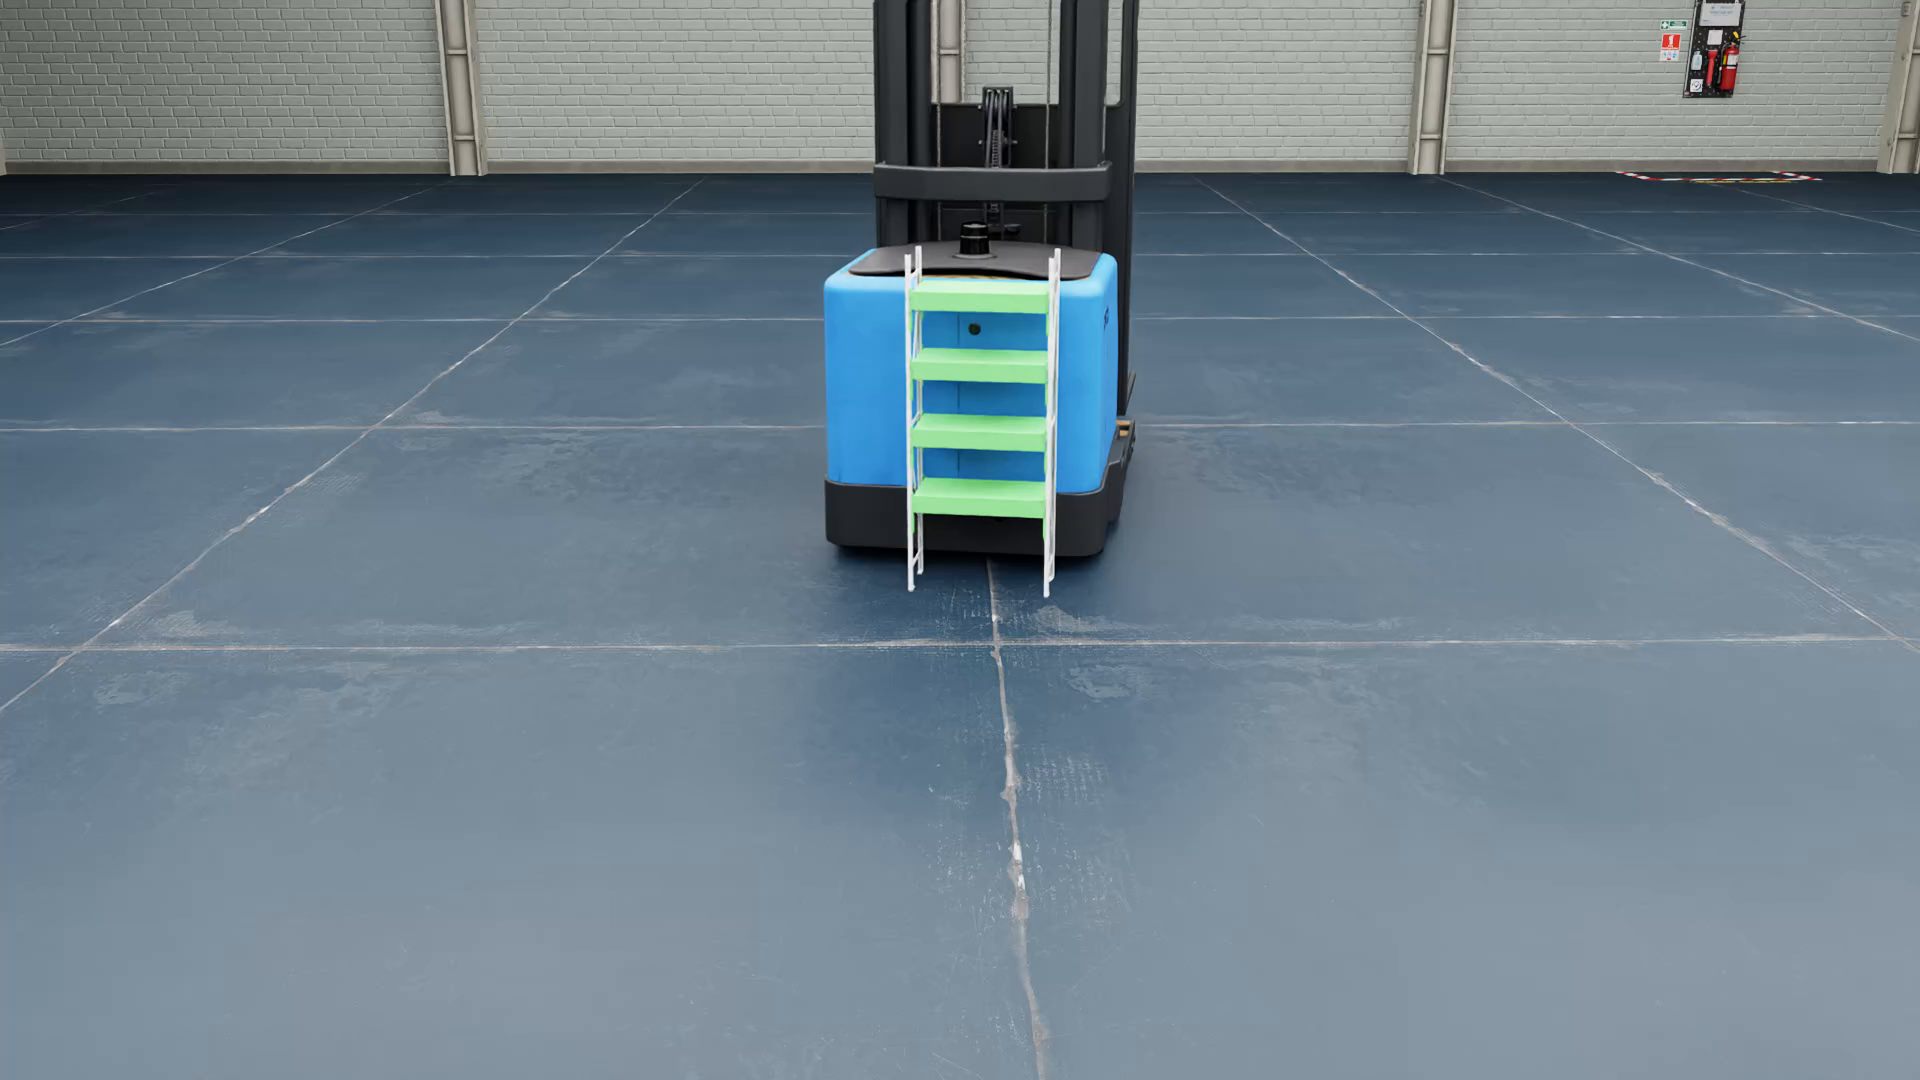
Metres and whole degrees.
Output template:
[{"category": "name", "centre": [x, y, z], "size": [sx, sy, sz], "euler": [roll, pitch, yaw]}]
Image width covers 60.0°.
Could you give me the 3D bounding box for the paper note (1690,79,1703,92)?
[{"category": "paper note", "centre": [9.215, -5.686, 20.804], "size": [0.142, 0.148, 0.016], "euler": [0, 18, -1]}]

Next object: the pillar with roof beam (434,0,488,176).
[{"category": "pillar with roof beam", "centre": [-6.065, -7.540, 15.321], "size": [0.400, 9.000, 9.100], "euler": [0, 18, -1]}]

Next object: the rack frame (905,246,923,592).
[{"category": "rack frame", "centre": [-0.161, -0.423, 5.901], "size": [0.015, 1.200, 0.240], "euler": [3, 18, 8]}]

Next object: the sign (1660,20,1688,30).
[{"category": "sign", "centre": [8.844, -6.381, 20.601], "size": [0.331, 0.109, 0.001], "euler": [0, 18, -1]}]

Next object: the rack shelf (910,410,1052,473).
[{"category": "rack shelf", "centre": [0.080, -0.351, 5.887], "size": [0.480, 0.148, 0.258], "euler": [3, 18, 8]}]

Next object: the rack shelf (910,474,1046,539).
[{"category": "rack shelf", "centre": [0.080, -0.122, 5.960], "size": [0.480, 0.148, 0.258], "euler": [3, 18, 8]}]

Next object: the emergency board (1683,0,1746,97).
[{"category": "emergency board", "centre": [9.394, -6.085, 20.606], "size": [0.643, 1.169, 0.194], "euler": [0, 18, -1]}]

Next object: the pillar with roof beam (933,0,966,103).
[{"category": "pillar with roof beam", "centre": [-0.065, -7.569, 15.411], "size": [0.400, 9.000, 9.100], "euler": [0, 18, -1]}]

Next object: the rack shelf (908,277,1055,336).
[{"category": "rack shelf", "centre": [0.080, -0.808, 5.740], "size": [0.480, 0.148, 0.258], "euler": [3, 18, 8]}]

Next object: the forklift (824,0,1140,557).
[{"category": "forklift", "centre": [0.224, -1.742, 7.180], "size": [1.130, 2.935, 3.031], "euler": [3, 18, 8]}]

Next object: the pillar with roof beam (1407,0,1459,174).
[{"category": "pillar with roof beam", "centre": [5.934, -7.598, 15.502], "size": [0.400, 9.000, 9.100], "euler": [0, 18, -1]}]

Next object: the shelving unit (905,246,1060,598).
[{"category": "shelving unit", "centre": [0.080, -0.412, 5.867], "size": [0.503, 1.200, 0.258], "euler": [3, 18, 8]}]

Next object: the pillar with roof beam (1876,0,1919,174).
[{"category": "pillar with roof beam", "centre": [11.933, -7.627, 15.592], "size": [0.400, 9.000, 9.100], "euler": [0, 18, -1]}]

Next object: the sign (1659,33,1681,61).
[{"category": "sign", "centre": [8.839, -6.131, 20.691], "size": [0.234, 0.329, 0.001], "euler": [0, 18, -1]}]

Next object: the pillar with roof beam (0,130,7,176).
[{"category": "pillar with roof beam", "centre": [-12.064, -7.511, 15.231], "size": [0.400, 9.000, 9.100], "euler": [0, 18, -1]}]

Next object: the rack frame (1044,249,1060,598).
[{"category": "rack frame", "centre": [0.322, -0.401, 5.834], "size": [0.015, 1.200, 0.240], "euler": [3, 18, 8]}]

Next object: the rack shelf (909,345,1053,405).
[{"category": "rack shelf", "centre": [0.080, -0.580, 5.813], "size": [0.480, 0.148, 0.258], "euler": [3, 18, 8]}]
